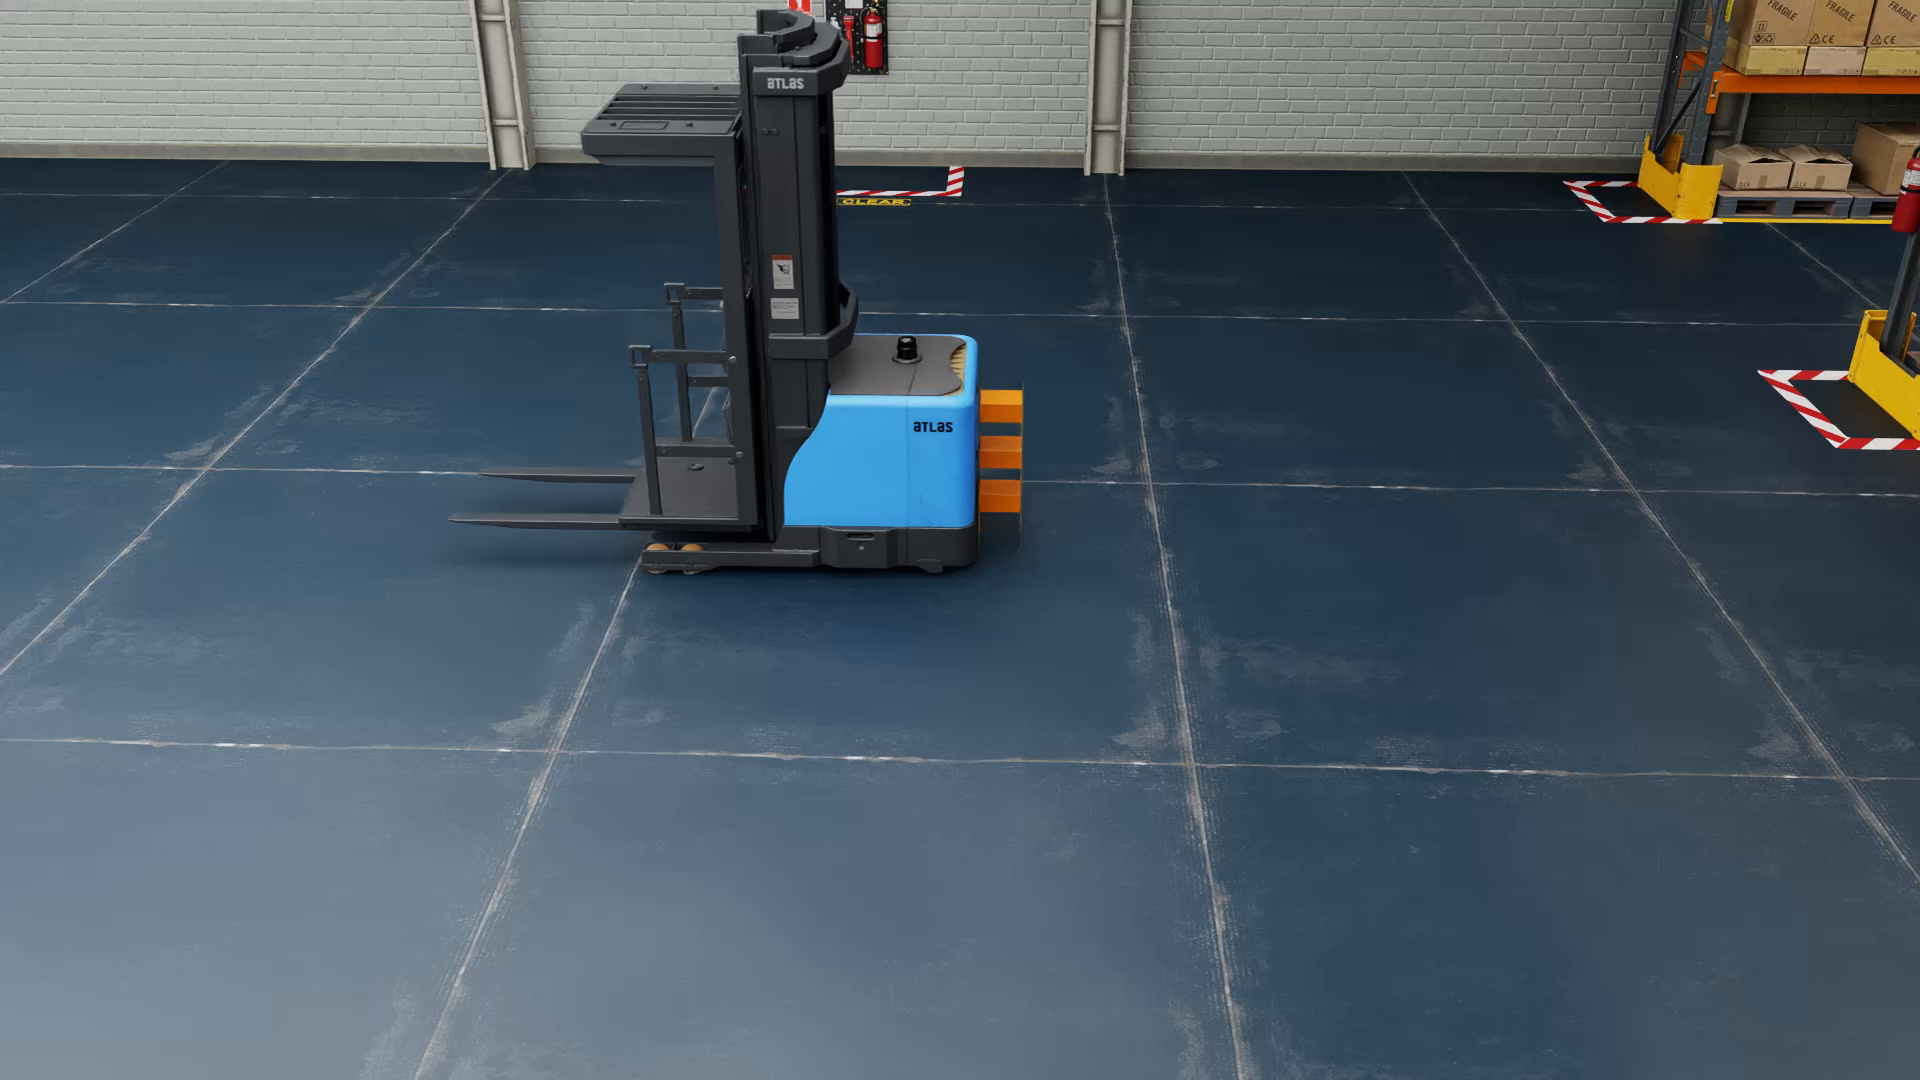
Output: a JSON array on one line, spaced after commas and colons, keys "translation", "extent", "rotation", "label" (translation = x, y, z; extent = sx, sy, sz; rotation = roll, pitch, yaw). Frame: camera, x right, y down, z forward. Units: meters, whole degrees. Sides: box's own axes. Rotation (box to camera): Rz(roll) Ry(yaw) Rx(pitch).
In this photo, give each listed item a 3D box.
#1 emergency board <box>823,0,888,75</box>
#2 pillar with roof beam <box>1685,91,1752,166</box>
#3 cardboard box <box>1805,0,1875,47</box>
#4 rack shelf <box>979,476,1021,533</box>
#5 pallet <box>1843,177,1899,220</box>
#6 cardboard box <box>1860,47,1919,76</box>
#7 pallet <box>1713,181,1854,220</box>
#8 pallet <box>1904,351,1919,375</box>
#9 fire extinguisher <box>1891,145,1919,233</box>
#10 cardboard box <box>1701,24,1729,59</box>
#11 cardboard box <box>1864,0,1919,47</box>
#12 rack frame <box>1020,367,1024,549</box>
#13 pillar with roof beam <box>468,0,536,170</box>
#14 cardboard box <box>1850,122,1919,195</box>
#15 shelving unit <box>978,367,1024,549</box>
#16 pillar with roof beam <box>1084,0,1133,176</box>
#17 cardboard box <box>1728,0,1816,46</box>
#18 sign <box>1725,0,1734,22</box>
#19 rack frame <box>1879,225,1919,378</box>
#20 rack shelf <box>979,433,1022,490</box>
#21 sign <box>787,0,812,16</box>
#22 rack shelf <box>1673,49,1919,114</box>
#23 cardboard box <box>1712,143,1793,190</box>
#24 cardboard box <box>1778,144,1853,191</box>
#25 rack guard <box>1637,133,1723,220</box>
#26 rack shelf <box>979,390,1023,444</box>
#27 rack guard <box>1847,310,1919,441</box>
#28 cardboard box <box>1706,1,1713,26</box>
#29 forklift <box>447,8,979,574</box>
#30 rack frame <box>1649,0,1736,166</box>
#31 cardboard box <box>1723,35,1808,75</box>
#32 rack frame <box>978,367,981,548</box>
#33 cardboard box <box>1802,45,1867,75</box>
[{"translation": [-1.018, -5.102, 16.172], "extent": [0.643, 1.169, 0.194], "rotation": [1, 28, 2], "label": "emergency board"}, {"translation": [7.294, -5.580, 10.668], "extent": [0.400, 9.000, 9.100], "rotation": [1, 28, 2], "label": "pillar with roof beam"}, {"translation": [7.676, -4.663, 14.682], "extent": [0.500, 0.500, 0.500], "rotation": [1, 28, 2], "label": "cardboard box"}, {"translation": [0.232, -0.205, 9.633], "extent": [0.240, 0.259, 0.215], "rotation": [1, 28, 2], "label": "rack shelf"}, {"translation": [8.819, -3.266, 15.686], "extent": [1.213, 0.211, 1.003], "rotation": [1, 28, 2], "label": "pallet"}, {"translation": [8.221, -4.323, 14.842], "extent": [0.500, 0.250, 0.500], "rotation": [1, 28, 1], "label": "cardboard box"}, {"translation": [7.603, -3.287, 15.726], "extent": [1.213, 0.211, 1.003], "rotation": [1, 28, 2], "label": "pallet"}, {"translation": [7.311, -1.007, 11.424], "extent": [1.213, 0.211, 1.003], "rotation": [1, 28, 2], "label": "pallet"}, {"translation": [6.443, -2.417, 11.190], "extent": [0.183, 0.674, 0.296], "rotation": [1, 28, 2], "label": "fire extinguisher"}, {"translation": [7.190, -4.576, 15.319], "extent": [0.500, 0.250, 0.500], "rotation": [1, 28, 3], "label": "cardboard box"}, {"translation": [8.192, -4.652, 14.661], "extent": [0.500, 0.500, 0.500], "rotation": [0, 28, 0], "label": "cardboard box"}, {"translation": [0.354, -0.459, 9.494], "extent": [0.008, 1.050, 0.200], "rotation": [1, 28, 2], "label": "rack frame"}, {"translation": [-4.698, -5.778, 11.042], "extent": [0.400, 9.000, 9.100], "rotation": [1, 28, 2], "label": "pillar with roof beam"}, {"translation": [8.705, -3.542, 15.429], "extent": [0.500, 0.500, 0.700], "rotation": [-1, 28, -1], "label": "cardboard box"}, {"translation": [0.232, -0.460, 9.497], "extent": [0.252, 1.050, 0.215], "rotation": [1, 28, 2], "label": "shelving unit"}, {"translation": [1.298, -5.679, 10.855], "extent": [0.400, 9.000, 9.100], "rotation": [1, 28, 2], "label": "pillar with roof beam"}, {"translation": [7.182, -4.676, 14.706], "extent": [0.500, 0.500, 0.500], "rotation": [1, 28, 2], "label": "cardboard box"}, {"translation": [6.697, -4.679, 14.450], "extent": [0.005, 0.325, 0.100], "rotation": [1, 28, 2], "label": "sign"}, {"translation": [6.545, -2.232, 10.758], "extent": [0.127, 3.000, 1.000], "rotation": [1, 28, 2], "label": "rack frame"}, {"translation": [0.232, -0.451, 9.502], "extent": [0.240, 0.259, 0.215], "rotation": [1, 28, 2], "label": "rack shelf"}, {"translation": [-1.567, -5.175, 16.272], "extent": [0.234, 0.329, 0.001], "rotation": [1, 28, 2], "label": "sign"}, {"translation": [8.715, -4.200, 15.238], "extent": [4.000, 0.370, 1.077], "rotation": [1, 28, 2], "label": "rack shelf"}, {"translation": [7.404, -3.504, 15.558], "extent": [0.500, 0.311, 0.500], "rotation": [-2, 28, -4], "label": "cardboard box"}, {"translation": [7.974, -3.494, 15.540], "extent": [0.500, 0.311, 0.500], "rotation": [3, 28, 6], "label": "cardboard box"}, {"translation": [6.792, -3.445, 15.715], "extent": [0.348, 0.500, 1.175], "rotation": [1, 28, 2], "label": "rack guard"}, {"translation": [0.232, -0.702, 9.369], "extent": [0.240, 0.259, 0.215], "rotation": [1, 28, 2], "label": "rack shelf"}, {"translation": [6.521, -1.128, 11.344], "extent": [0.348, 0.500, 1.175], "rotation": [1, 28, 2], "label": "rack guard"}, {"translation": [7.195, -4.916, 15.160], "extent": [0.500, 0.500, 0.500], "rotation": [1, 28, 1], "label": "cardboard box"}, {"translation": [-1.410, -1.349, 9.165], "extent": [3.031, 2.935, 1.130], "rotation": [1, 28, 2], "label": "forklift"}, {"translation": [6.716, -4.551, 15.132], "extent": [0.127, 3.000, 1.000], "rotation": [1, 28, 2], "label": "rack frame"}, {"translation": [7.192, -4.337, 14.867], "extent": [0.500, 0.250, 0.500], "rotation": [0, 28, 0], "label": "cardboard box"}, {"translation": [0.110, -0.462, 9.501], "extent": [0.008, 1.050, 0.200], "rotation": [1, 28, 2], "label": "rack frame"}, {"translation": [7.712, -4.335, 14.863], "extent": [0.500, 0.250, 0.500], "rotation": [0, 28, 0], "label": "cardboard box"}]
